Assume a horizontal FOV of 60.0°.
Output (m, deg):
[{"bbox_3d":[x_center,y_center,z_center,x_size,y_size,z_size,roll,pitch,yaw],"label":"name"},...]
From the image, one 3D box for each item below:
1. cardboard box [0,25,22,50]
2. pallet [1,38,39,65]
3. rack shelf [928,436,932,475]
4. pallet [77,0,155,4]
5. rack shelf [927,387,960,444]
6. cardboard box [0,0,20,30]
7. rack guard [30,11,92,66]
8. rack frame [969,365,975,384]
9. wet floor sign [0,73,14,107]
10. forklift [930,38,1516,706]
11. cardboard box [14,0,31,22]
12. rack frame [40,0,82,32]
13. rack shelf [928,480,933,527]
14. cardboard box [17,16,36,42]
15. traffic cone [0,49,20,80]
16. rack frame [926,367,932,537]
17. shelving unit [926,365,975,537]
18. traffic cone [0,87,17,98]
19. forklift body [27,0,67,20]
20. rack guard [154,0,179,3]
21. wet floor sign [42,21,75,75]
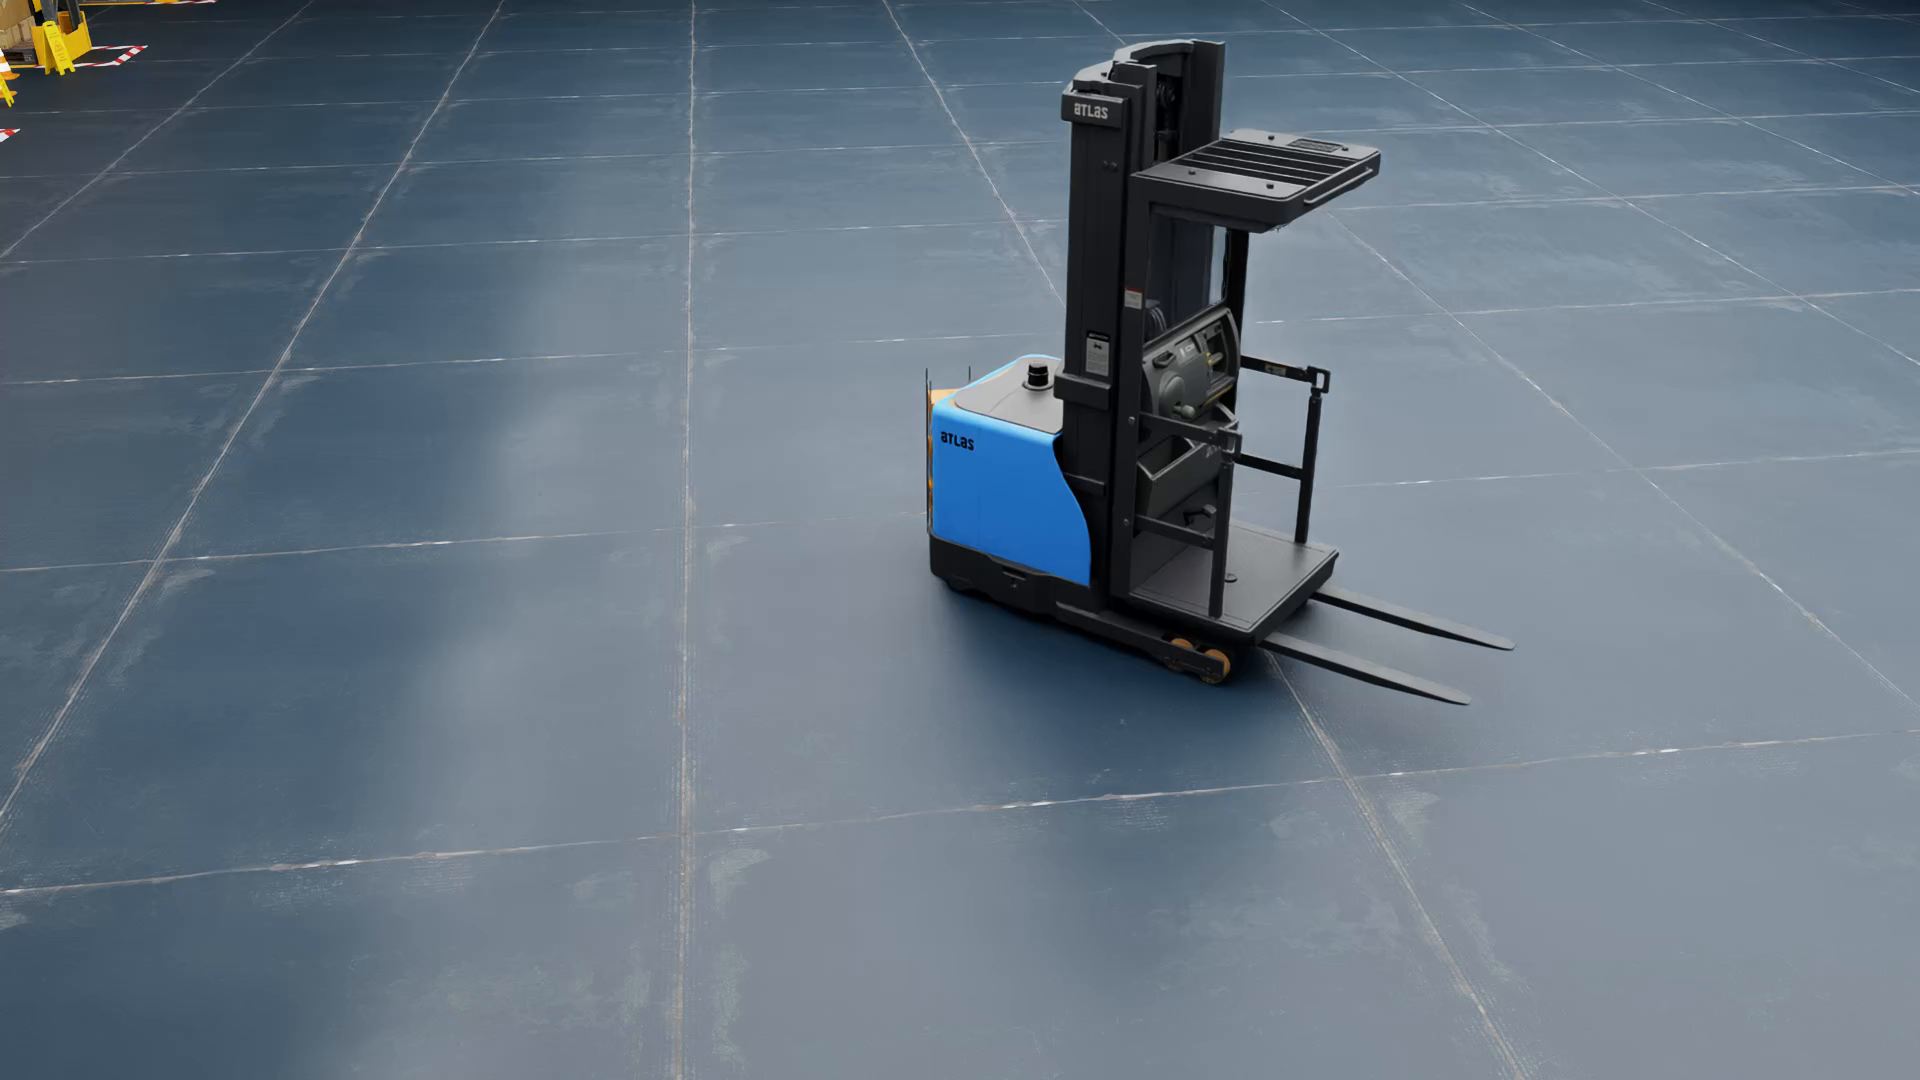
[{"bbox_3d":[-12.785,-6.653,21.982,0.500,0.250,0.500,-4,27,-7],"label":"cardboard box"},{"bbox_3d":[-12.883,-6.583,22.348,1.213,0.211,1.003,-4,27,-7],"label":"pallet"},{"bbox_3d":[-0.056,-0.456,9.510,0.240,0.259,0.215,-3,28,-7],"label":"rack shelf"},{"bbox_3d":[-13.445,-8.800,26.668,1.213,0.211,1.003,-4,27,-7],"label":"pallet"},{"bbox_3d":[-0.055,-0.708,9.380,0.240,0.259,0.215,-3,28,-7],"label":"rack shelf"},{"bbox_3d":[-12.755,-6.992,21.822,0.500,0.500,0.500,-4,27,-7],"label":"cardboard box"},{"bbox_3d":[-12.073,-6.747,22.352,0.348,0.500,1.175,-4,27,-7],"label":"rack guard"},{"bbox_3d":[0.065,-0.472,9.520,0.008,1.050,0.200,-3,28,-7],"label":"rack frame"},{"bbox_3d":[-11.456,-5.482,19.728,0.232,0.644,0.267,-8,28,-16],"label":"wet floor sign"},{"bbox_3d":[1.330,-0.861,8.216,3.031,2.935,1.130,18,32,31],"label":"forklift"},{"bbox_3d":[-12.859,-7.233,22.292,0.500,0.500,0.500,-5,28,-9],"label":"cardboard box"},{"bbox_3d":[-11.998,-7.864,21.791,0.127,3.000,1.000,-4,27,-7],"label":"rack frame"},{"bbox_3d":[-0.056,-0.209,9.638,0.240,0.259,0.215,-3,28,-7],"label":"rack shelf"},{"bbox_3d":[-12.836,-6.901,22.466,0.500,0.250,0.500,-4,27,-8],"label":"cardboard box"},{"bbox_3d":[-12.244,-6.125,21.180,0.334,0.463,0.336,-4,27,-7],"label":"traffic cone"},{"bbox_3d":[-0.177,-0.458,9.491,0.008,1.050,0.200,-3,28,-7],"label":"rack frame"},{"bbox_3d":[-0.056,-0.465,9.505,0.252,1.050,0.215,-3,28,-7],"label":"shelving unit"},{"bbox_3d":[-11.753,-5.645,20.244,0.334,0.463,0.336,-4,27,-7],"label":"traffic cone"},{"bbox_3d":[-14.317,-8.785,24.515,1.214,2.155,2.313,-4,27,-7],"label":"forklift body"},{"bbox_3d":[-12.670,-8.997,26.737,0.348,0.500,1.175,-4,27,-7],"label":"rack guard"},{"bbox_3d":[-11.661,-6.345,21.409,0.232,0.644,0.267,6,28,11],"label":"wet floor sign"}]
